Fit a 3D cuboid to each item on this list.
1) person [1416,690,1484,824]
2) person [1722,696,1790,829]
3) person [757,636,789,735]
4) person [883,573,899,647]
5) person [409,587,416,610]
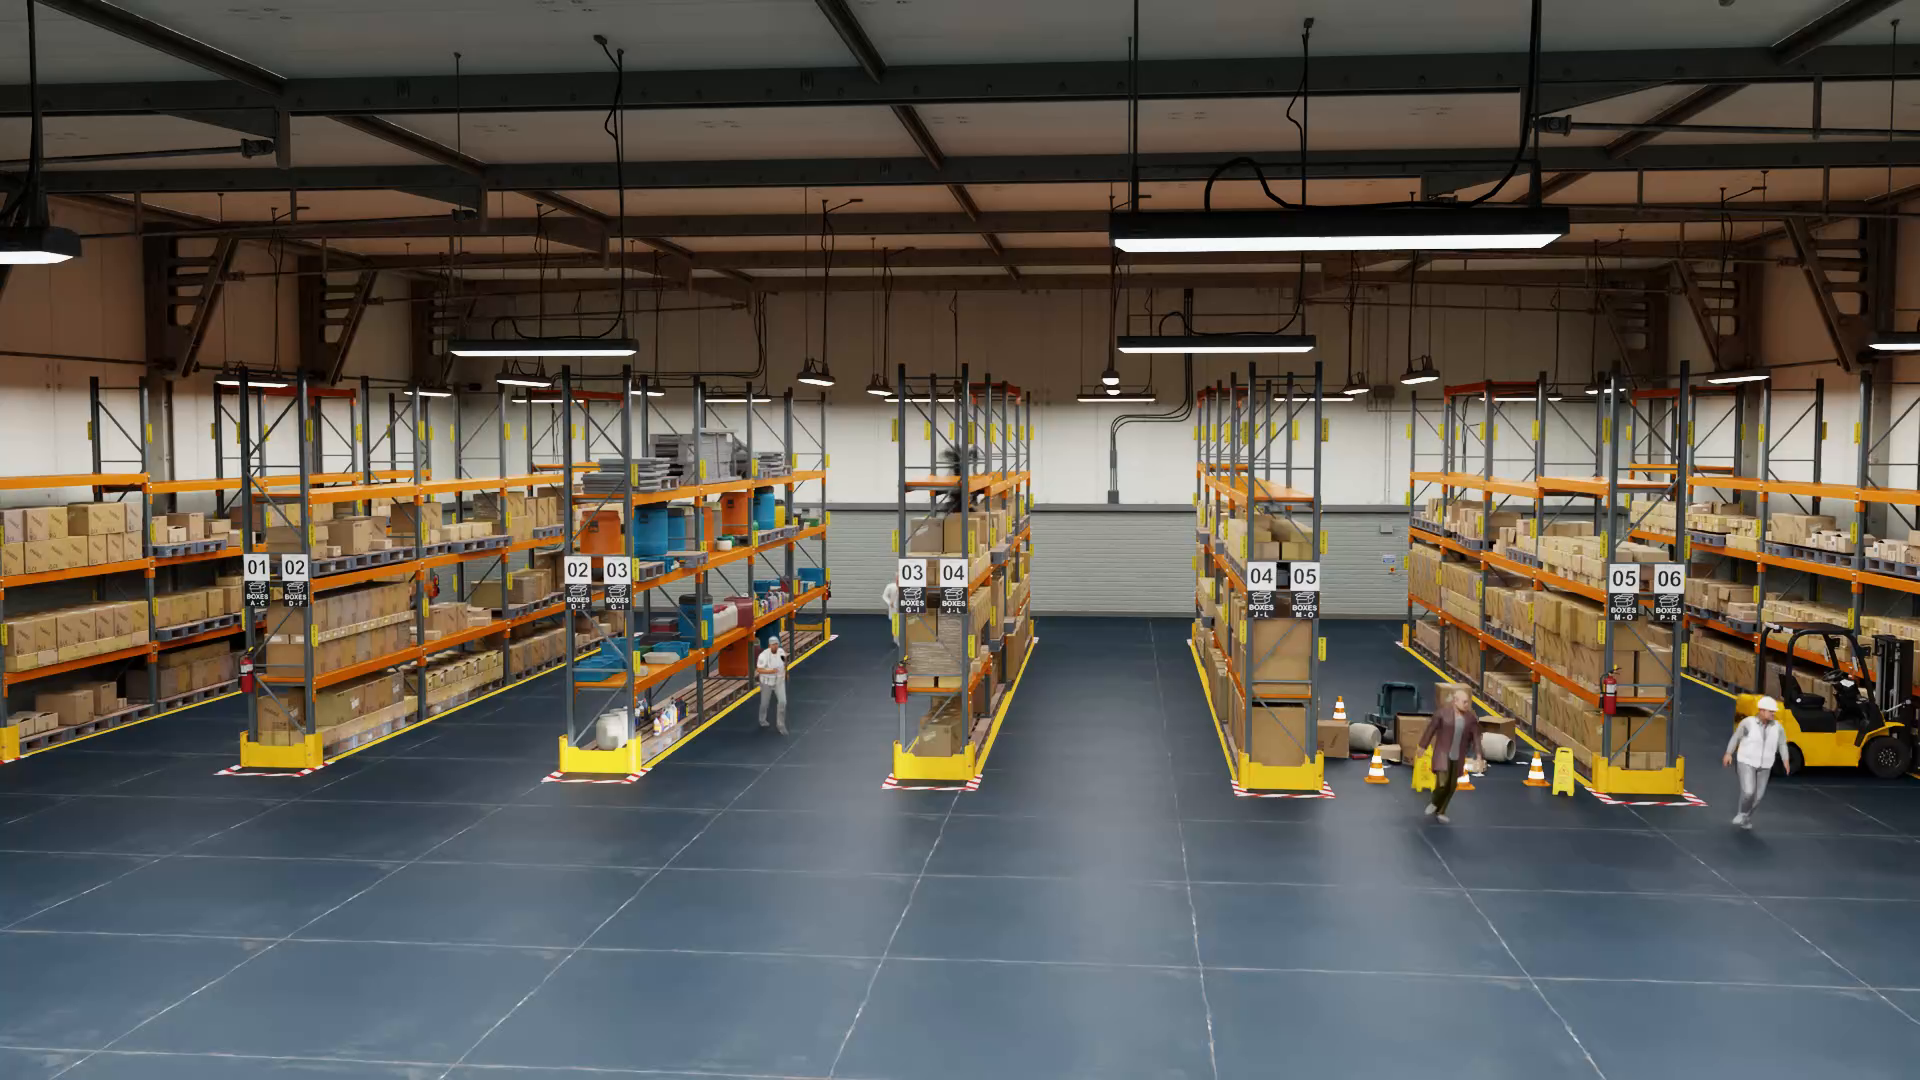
[{"bbox_3d":[6.284,2.773,21.256,0.698,1.742,0.682,-1,4,-11],"label":"person"},{"bbox_3d":[10.004,2.800,20.839,0.645,1.725,0.718,0,4,0],"label":"person"},{"bbox_3d":[-3.146,2.410,27.879,0.602,1.645,0.946,-1,4,-21],"label":"person"},{"bbox_3d":[-1.465,1.635,39.183,0.714,1.730,0.822,0,4,-4],"label":"person"},{"bbox_3d":[-12.142,1.835,36.864,0.649,1.613,0.782,-1,4,-10],"label":"person"}]
